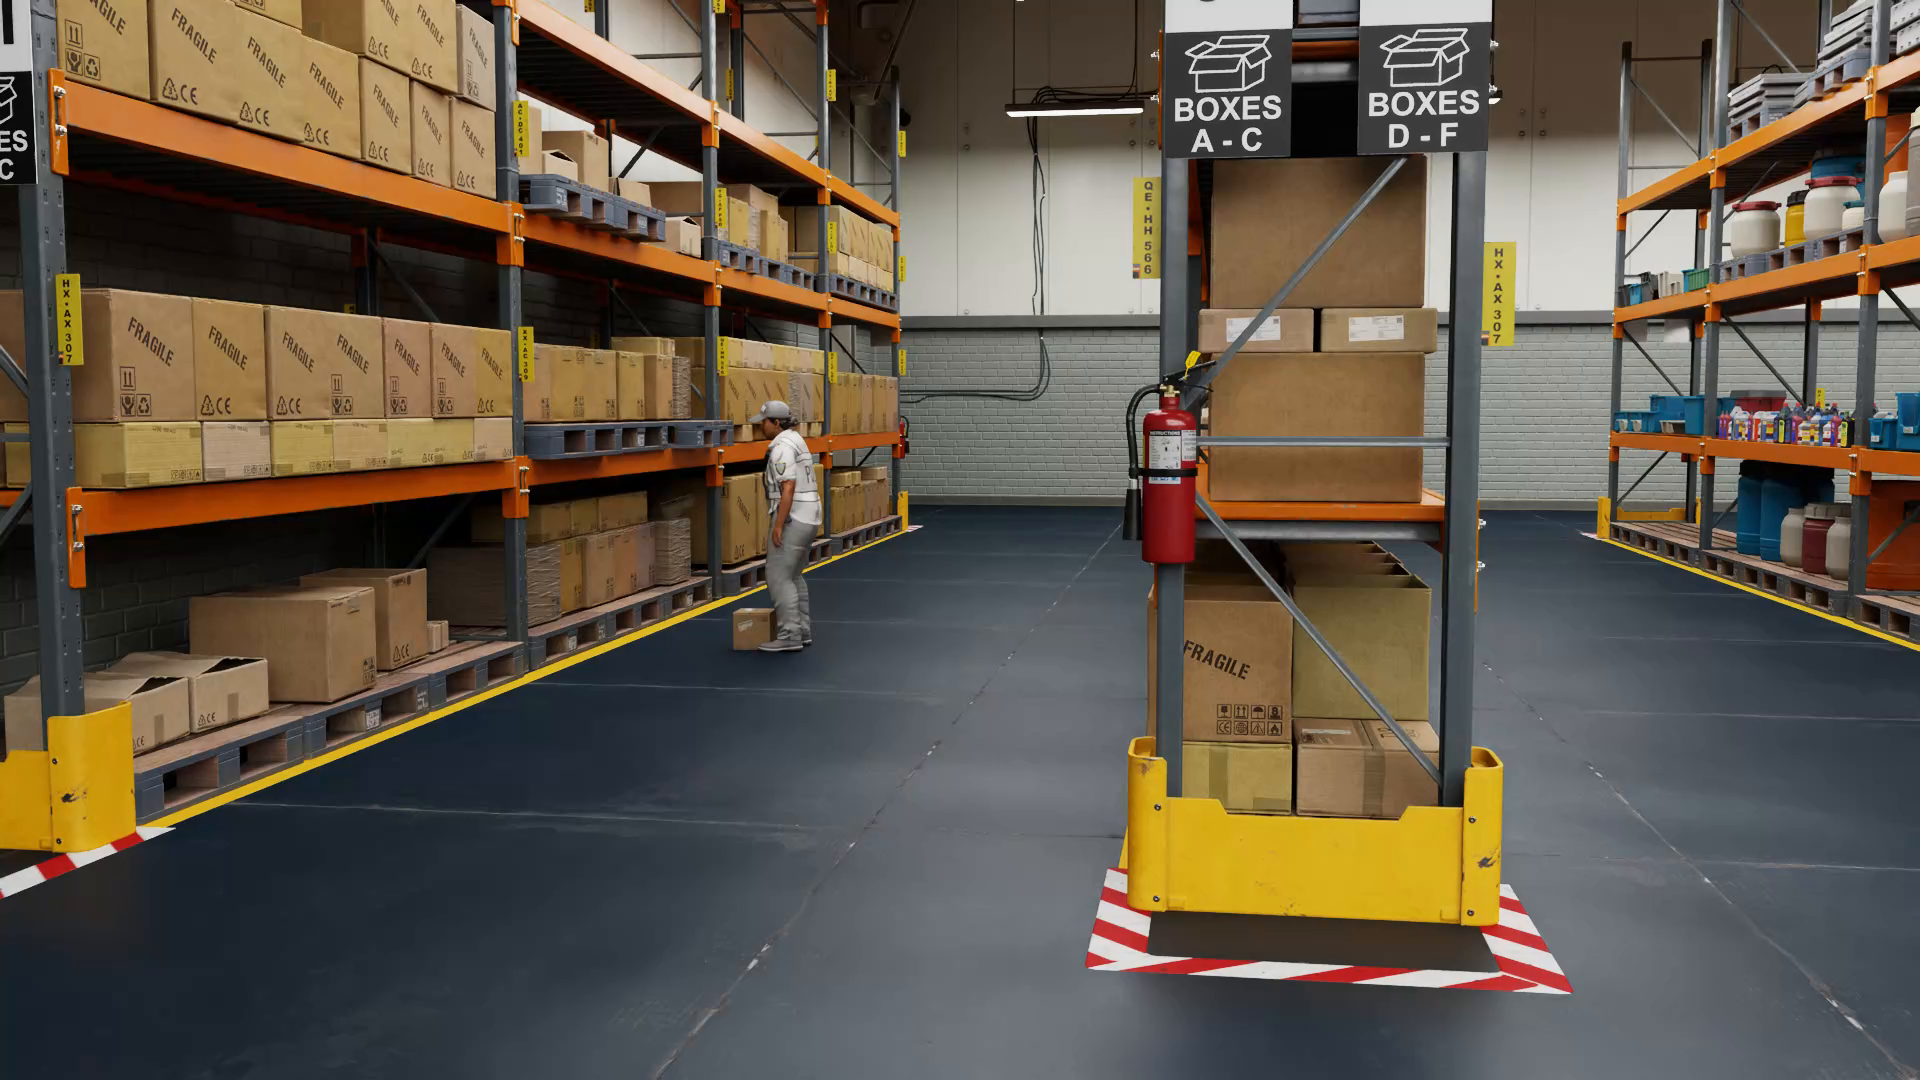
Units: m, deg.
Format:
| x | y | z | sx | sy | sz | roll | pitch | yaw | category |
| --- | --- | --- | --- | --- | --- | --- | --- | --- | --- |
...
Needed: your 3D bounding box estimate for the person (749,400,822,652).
| x | y | z | sx | sy | sz | roll | pitch | yaw | category |
| --- | --- | --- | --- | --- | --- | --- | --- | --- | --- |
| -1.166 | -0.102 | 11.128 | 0.469 | 1.666 | 0.563 | 0 | 5 | 5 | person |
